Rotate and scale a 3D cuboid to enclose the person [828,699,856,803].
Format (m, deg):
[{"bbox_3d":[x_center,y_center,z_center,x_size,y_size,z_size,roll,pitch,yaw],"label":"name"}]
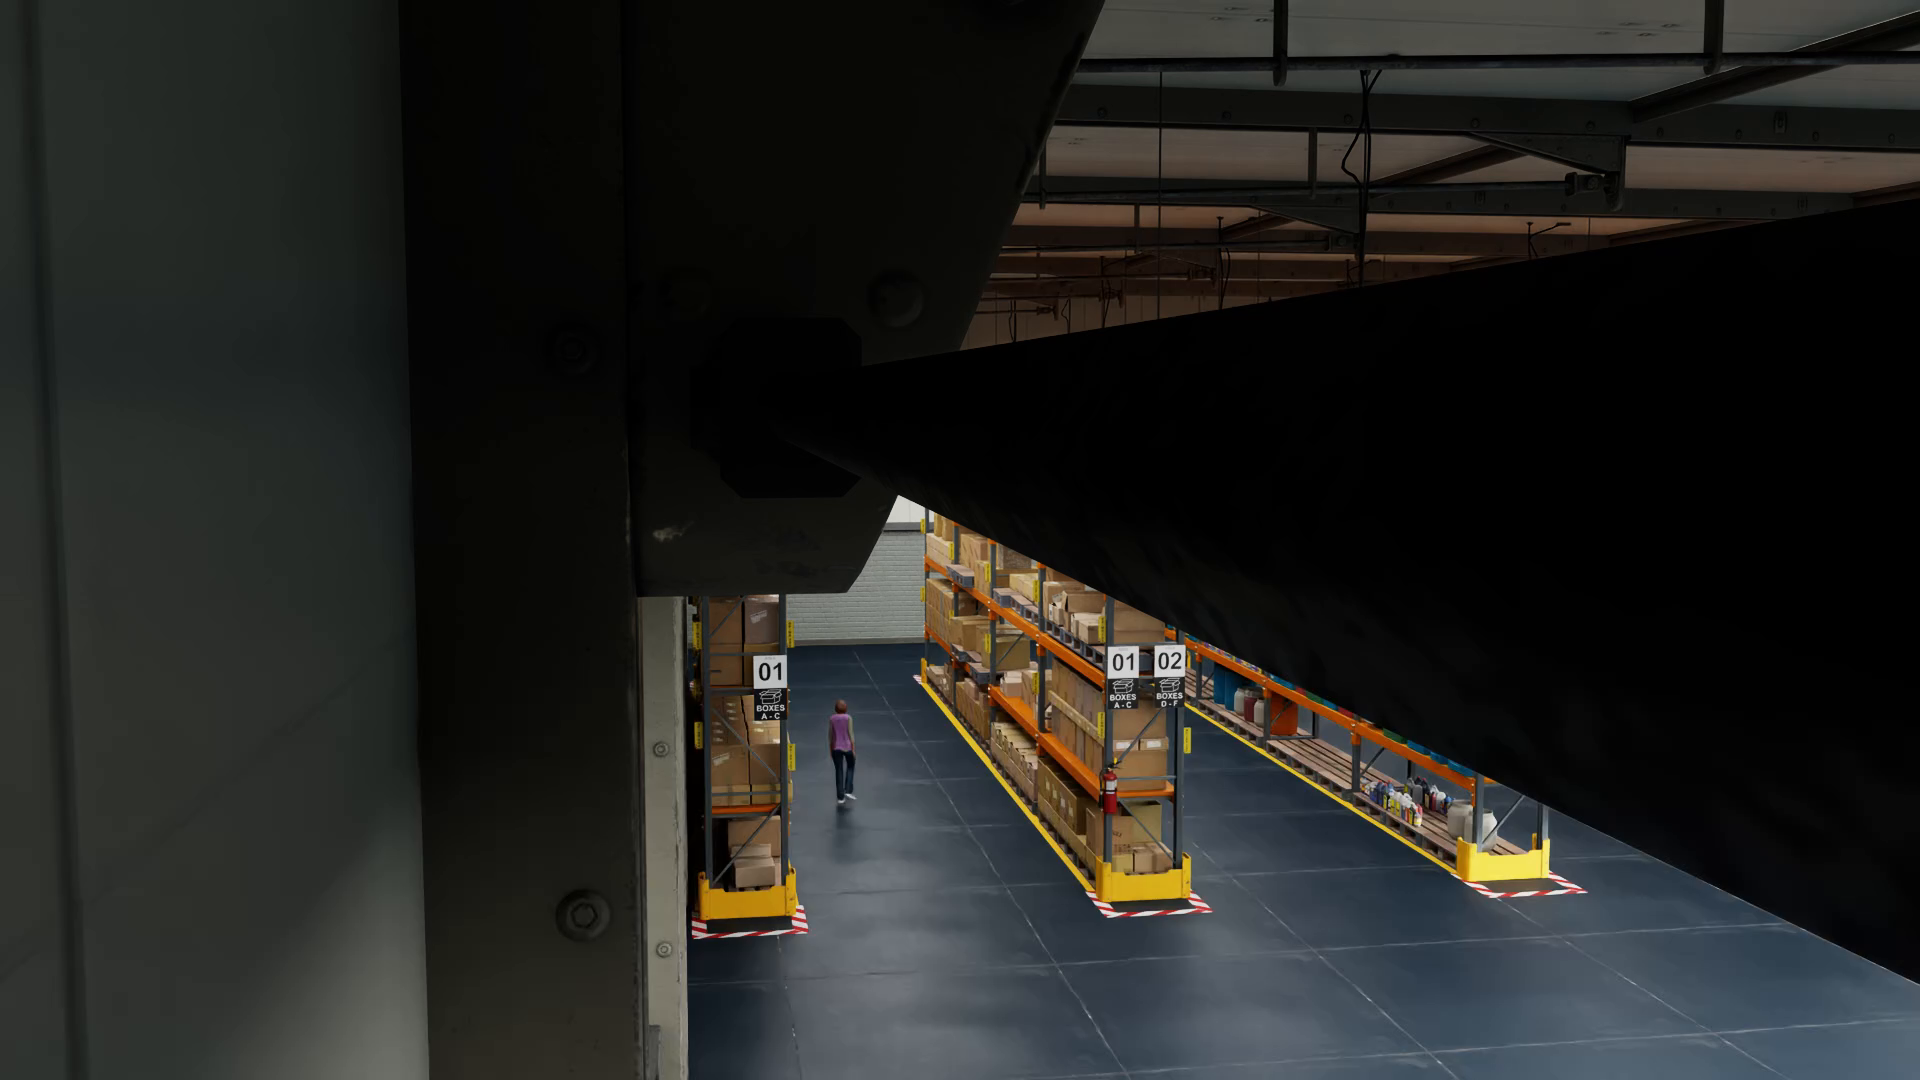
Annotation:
[{"bbox_3d":[-1.836,3.279,25.734,0.435,1.608,0.514,0,5,3],"label":"person"}]
